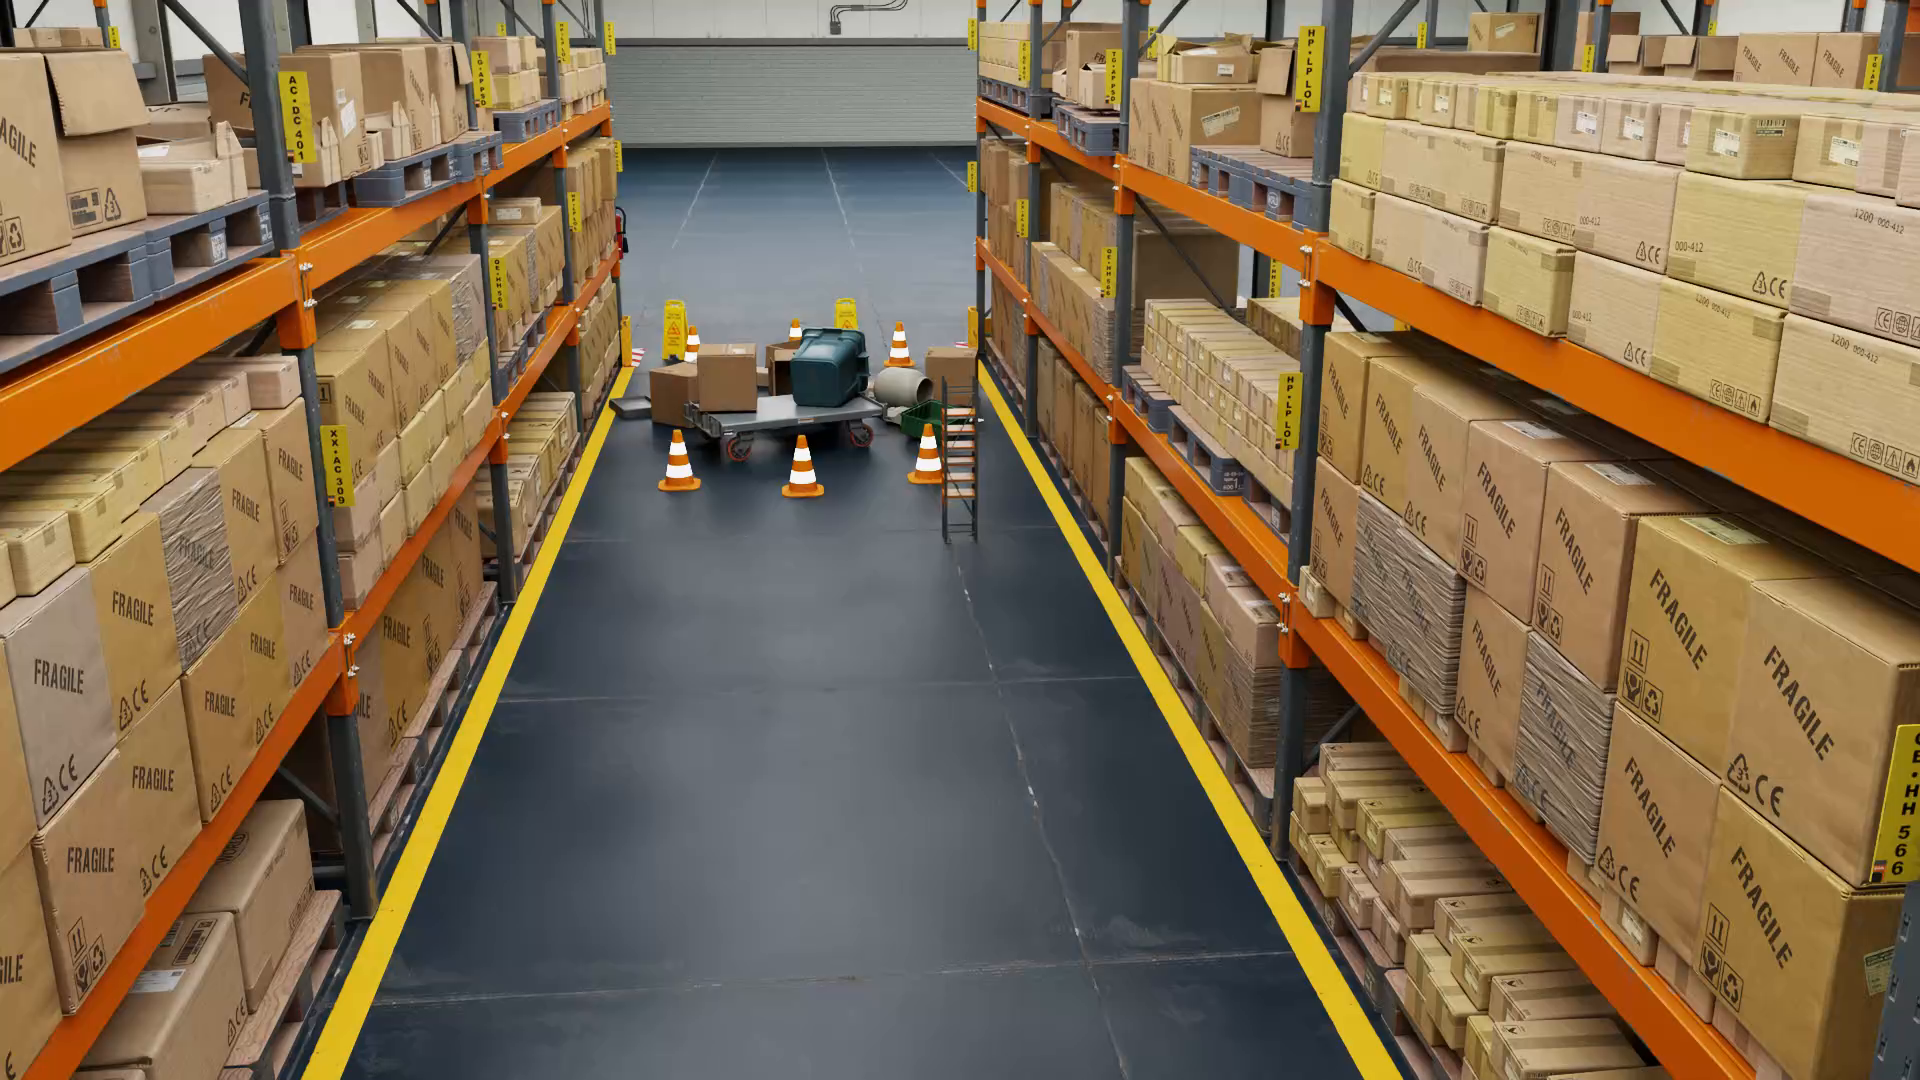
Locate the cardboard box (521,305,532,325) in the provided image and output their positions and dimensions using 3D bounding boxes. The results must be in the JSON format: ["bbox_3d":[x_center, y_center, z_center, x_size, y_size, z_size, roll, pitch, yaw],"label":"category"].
[{"bbox_3d":[-3.368,-1.678,12.231,0.380,0.149,0.250,-1,17,-4],"label":"cardboard box"}]

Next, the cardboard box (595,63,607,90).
[{"bbox_3d":[-3.905,-4.752,17.052,0.500,0.250,0.500,-2,18,-6],"label":"cardboard box"}]

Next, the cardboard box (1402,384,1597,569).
[{"bbox_3d":[1.819,-0.222,5.545,0.500,0.500,0.500,-1,17,-5],"label":"cardboard box"}]

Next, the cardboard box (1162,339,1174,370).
[{"bbox_3d":[1.424,-1.107,9.916,0.380,0.149,0.250,-2,18,-7],"label":"cardboard box"}]

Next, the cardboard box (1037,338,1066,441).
[{"bbox_3d":[1.254,-1.331,14.464,1.050,0.750,0.750,-2,18,-6],"label":"cardboard box"}]

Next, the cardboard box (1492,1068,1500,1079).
[{"bbox_3d":[1.878,1.750,5.158,0.380,0.149,0.250,-2,17,-5],"label":"cardboard box"}]

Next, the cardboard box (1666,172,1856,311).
[{"bbox_3d":[1.983,-0.691,3.778,0.500,0.250,0.500,-2,18,-7],"label":"cardboard box"}]

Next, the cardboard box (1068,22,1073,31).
[{"bbox_3d":[1.244,-4.898,15.984,0.380,0.149,0.250,-2,18,-6],"label":"cardboard box"}]

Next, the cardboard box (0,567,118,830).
[{"bbox_3d":[-2.463,0.389,4.095,0.500,0.500,0.500,-2,18,-6],"label":"cardboard box"}]

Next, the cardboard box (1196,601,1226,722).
[{"bbox_3d":[1.546,0.624,8.654,0.500,0.500,0.500,-2,18,-7],"label":"cardboard box"}]

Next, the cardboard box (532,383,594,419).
[{"bbox_3d":[-3.605,-1.276,15.122,0.500,0.250,0.500,-3,18,-8],"label":"cardboard box"}]

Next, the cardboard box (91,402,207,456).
[{"bbox_3d":[-2.660,-0.341,5.335,0.380,0.149,0.250,-2,18,-6],"label":"cardboard box"}]

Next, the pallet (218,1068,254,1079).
[{"bbox_3d":[-2.858,2.104,5.123,1.003,0.211,1.213,-2,18,-6],"label":"pallet"}]

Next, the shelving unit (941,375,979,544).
[{"bbox_3d":[-0.002,-0.577,12.011,0.258,1.200,0.189,-2,18,-6],"label":"shelving unit"}]

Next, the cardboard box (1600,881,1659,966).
[{"bbox_3d":[1.944,0.996,4.417,0.380,0.149,0.250,-1,17,-4],"label":"cardboard box"}]

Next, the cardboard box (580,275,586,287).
[{"bbox_3d":[-3.653,-2.414,15.277,0.380,0.149,0.250,-1,17,-4],"label":"cardboard box"}]

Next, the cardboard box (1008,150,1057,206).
[{"bbox_3d":[0.943,-3.567,16.478,0.875,0.550,0.500,-2,18,-6],"label":"cardboard box"}]

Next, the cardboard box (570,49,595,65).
[{"bbox_3d":[-3.864,-4.842,16.671,0.380,0.149,0.250,-2,18,-6],"label":"cardboard box"}]

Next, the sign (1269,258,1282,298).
[{"bbox_3d":[2.052,-1.729,10.875,0.100,0.325,0.005,-2,18,-6],"label":"sign"}]

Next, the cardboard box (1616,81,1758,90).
[{"bbox_3d":[2.345,-1.396,5.358,0.380,0.149,0.250,-2,18,-8],"label":"cardboard box"}]

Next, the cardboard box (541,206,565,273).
[{"bbox_3d":[-3.537,-2.463,13.649,0.500,0.500,0.500,-2,18,-7],"label":"cardboard box"}]

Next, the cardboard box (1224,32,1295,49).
[{"bbox_3d":[1.813,-2.926,10.037,0.396,0.266,0.258,-2,18,-6],"label":"cardboard box"}]

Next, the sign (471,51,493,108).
[{"bbox_3d":[-2.848,-2.742,9.899,0.100,0.325,0.005,-2,18,-6],"label":"sign"}]

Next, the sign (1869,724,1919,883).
[{"bbox_3d":[1.784,0.497,3.126,0.100,0.325,0.005,-2,18,-6],"label":"sign"}]

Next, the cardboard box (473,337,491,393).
[{"bbox_3d":[-3.098,-1.042,9.904,0.500,0.250,0.500,-2,18,-6],"label":"cardboard box"}]

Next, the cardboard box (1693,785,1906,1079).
[{"bbox_3d":[2.036,0.873,3.724,0.500,0.500,0.500,-1,17,-5],"label":"cardboard box"}]

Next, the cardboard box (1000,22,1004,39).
[{"bbox_3d":[0.588,-4.878,15.918,0.380,0.149,0.250,-2,17,-5],"label":"cardboard box"}]

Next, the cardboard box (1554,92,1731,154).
[{"bbox_3d":[1.875,-1.148,4.570,0.380,0.149,0.250,-2,18,-7],"label":"cardboard box"}]

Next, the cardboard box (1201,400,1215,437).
[{"bbox_3d":[1.522,-0.663,8.999,0.380,0.149,0.250,-2,18,-7],"label":"cardboard box"}]

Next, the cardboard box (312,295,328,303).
[{"bbox_3d":[-3.445,-0.929,8.293,0.500,0.500,0.500,-1,17,-5],"label":"cardboard box"}]

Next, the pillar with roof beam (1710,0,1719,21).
[{"bbox_3d":[14.588,-13.858,41.295,9.100,9.000,0.400,-2,18,-6],"label":"pillar with roof beam"}]

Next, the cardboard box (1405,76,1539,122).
[{"bbox_3d":[1.792,-1.542,5.823,0.380,0.149,0.250,-2,18,-6],"label":"cardboard box"}]

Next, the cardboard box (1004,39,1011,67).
[{"bbox_3d":[0.693,-4.574,15.617,0.500,0.250,0.500,-2,18,-6],"label":"cardboard box"}]

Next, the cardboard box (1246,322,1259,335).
[{"bbox_3d":[2.017,-1.284,10.480,0.380,0.149,0.250,-1,17,-5],"label":"cardboard box"}]

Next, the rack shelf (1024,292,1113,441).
[{"bbox_3d":[1.306,-1.447,12.980,1.077,0.370,4.000,-2,18,-6],"label":"rack shelf"}]

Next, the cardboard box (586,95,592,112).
[{"bbox_3d":[-3.708,-4.152,15.807,0.380,0.149,0.250,-2,18,-6],"label":"cardboard box"}]

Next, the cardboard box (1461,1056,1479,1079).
[{"bbox_3d":[1.872,1.814,5.449,0.380,0.149,0.250,-1,17,-5],"label":"cardboard box"}]

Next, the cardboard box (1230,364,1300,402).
[{"bbox_3d":[1.587,-0.789,8.408,0.380,0.149,0.250,-2,18,-7],"label":"cardboard box"}]

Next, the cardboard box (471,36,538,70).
[{"bbox_3d":[-3.627,-3.833,13.085,0.500,0.250,0.500,-1,17,-4],"label":"cardboard box"}]

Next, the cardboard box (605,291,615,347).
[{"bbox_3d":[-3.826,-2.255,16.990,0.500,0.500,0.500,-1,17,-4],"label":"cardboard box"}]

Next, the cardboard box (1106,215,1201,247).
[{"bbox_3d":[1.423,-2.004,11.716,0.700,0.500,0.500,-2,18,-6],"label":"cardboard box"}]

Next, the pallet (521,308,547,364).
[{"bbox_3d":[-3.645,-1.508,12.294,1.003,0.211,1.213,-2,18,-6],"label":"pallet"}]

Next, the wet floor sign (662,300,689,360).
[{"bbox_3d":[-3.181,-2.361,18.621,0.267,0.644,0.232,4,18,13],"label":"wet floor sign"}]

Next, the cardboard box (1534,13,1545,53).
[{"bbox_3d":[6.043,-5.106,16.928,0.500,0.500,0.500,-2,18,-6],"label":"cardboard box"}]

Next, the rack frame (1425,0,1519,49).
[{"bbox_3d":[5.632,-6.563,18.060,1.000,3.000,0.127,-2,18,-6],"label":"rack frame"}]

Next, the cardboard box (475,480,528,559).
[{"bbox_3d":[-3.449,-0.127,11.259,0.950,0.372,0.625,-3,18,-9],"label":"cardboard box"}]

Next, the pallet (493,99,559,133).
[{"bbox_3d":[-3.855,-3.357,13.169,1.213,0.211,1.003,-2,18,-6],"label":"pallet"}]

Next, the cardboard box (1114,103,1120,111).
[{"bbox_3d":[1.232,-2.934,11.028,0.380,0.166,0.250,-2,18,-6],"label":"cardboard box"}]

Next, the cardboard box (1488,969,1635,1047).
[{"bbox_3d":[1.946,1.526,5.374,0.380,0.149,0.250,-2,18,-7],"label":"cardboard box"}]

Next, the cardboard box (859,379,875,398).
[{"bbox_3d":[-0.909,-1.537,16.630,0.396,0.266,0.258,1,17,4],"label":"cardboard box"}]

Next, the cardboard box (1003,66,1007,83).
[{"bbox_3d":[0.612,-4.424,15.803,0.380,0.149,0.250,-2,18,-6],"label":"cardboard box"}]

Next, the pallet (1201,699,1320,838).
[{"bbox_3d":[1.844,1.096,8.334,1.003,0.211,1.213,-2,18,-6],"label":"pallet"}]

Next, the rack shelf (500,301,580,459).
[{"bbox_3d":[-3.607,-1.264,12.397,1.077,0.370,4.000,-2,18,-6],"label":"rack shelf"}]

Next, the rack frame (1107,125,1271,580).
[{"bbox_3d":[1.513,-1.194,10.974,1.000,3.000,0.127,-2,18,-6],"label":"rack frame"}]

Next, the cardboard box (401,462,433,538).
[{"bbox_3d":[-2.863,-0.195,8.040,0.500,0.250,0.500,-2,18,-6],"label":"cardboard box"}]

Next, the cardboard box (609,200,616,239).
[{"bbox_3d":[-3.896,-3.431,17.436,0.500,0.500,0.500,-2,18,-7],"label":"cardboard box"}]
